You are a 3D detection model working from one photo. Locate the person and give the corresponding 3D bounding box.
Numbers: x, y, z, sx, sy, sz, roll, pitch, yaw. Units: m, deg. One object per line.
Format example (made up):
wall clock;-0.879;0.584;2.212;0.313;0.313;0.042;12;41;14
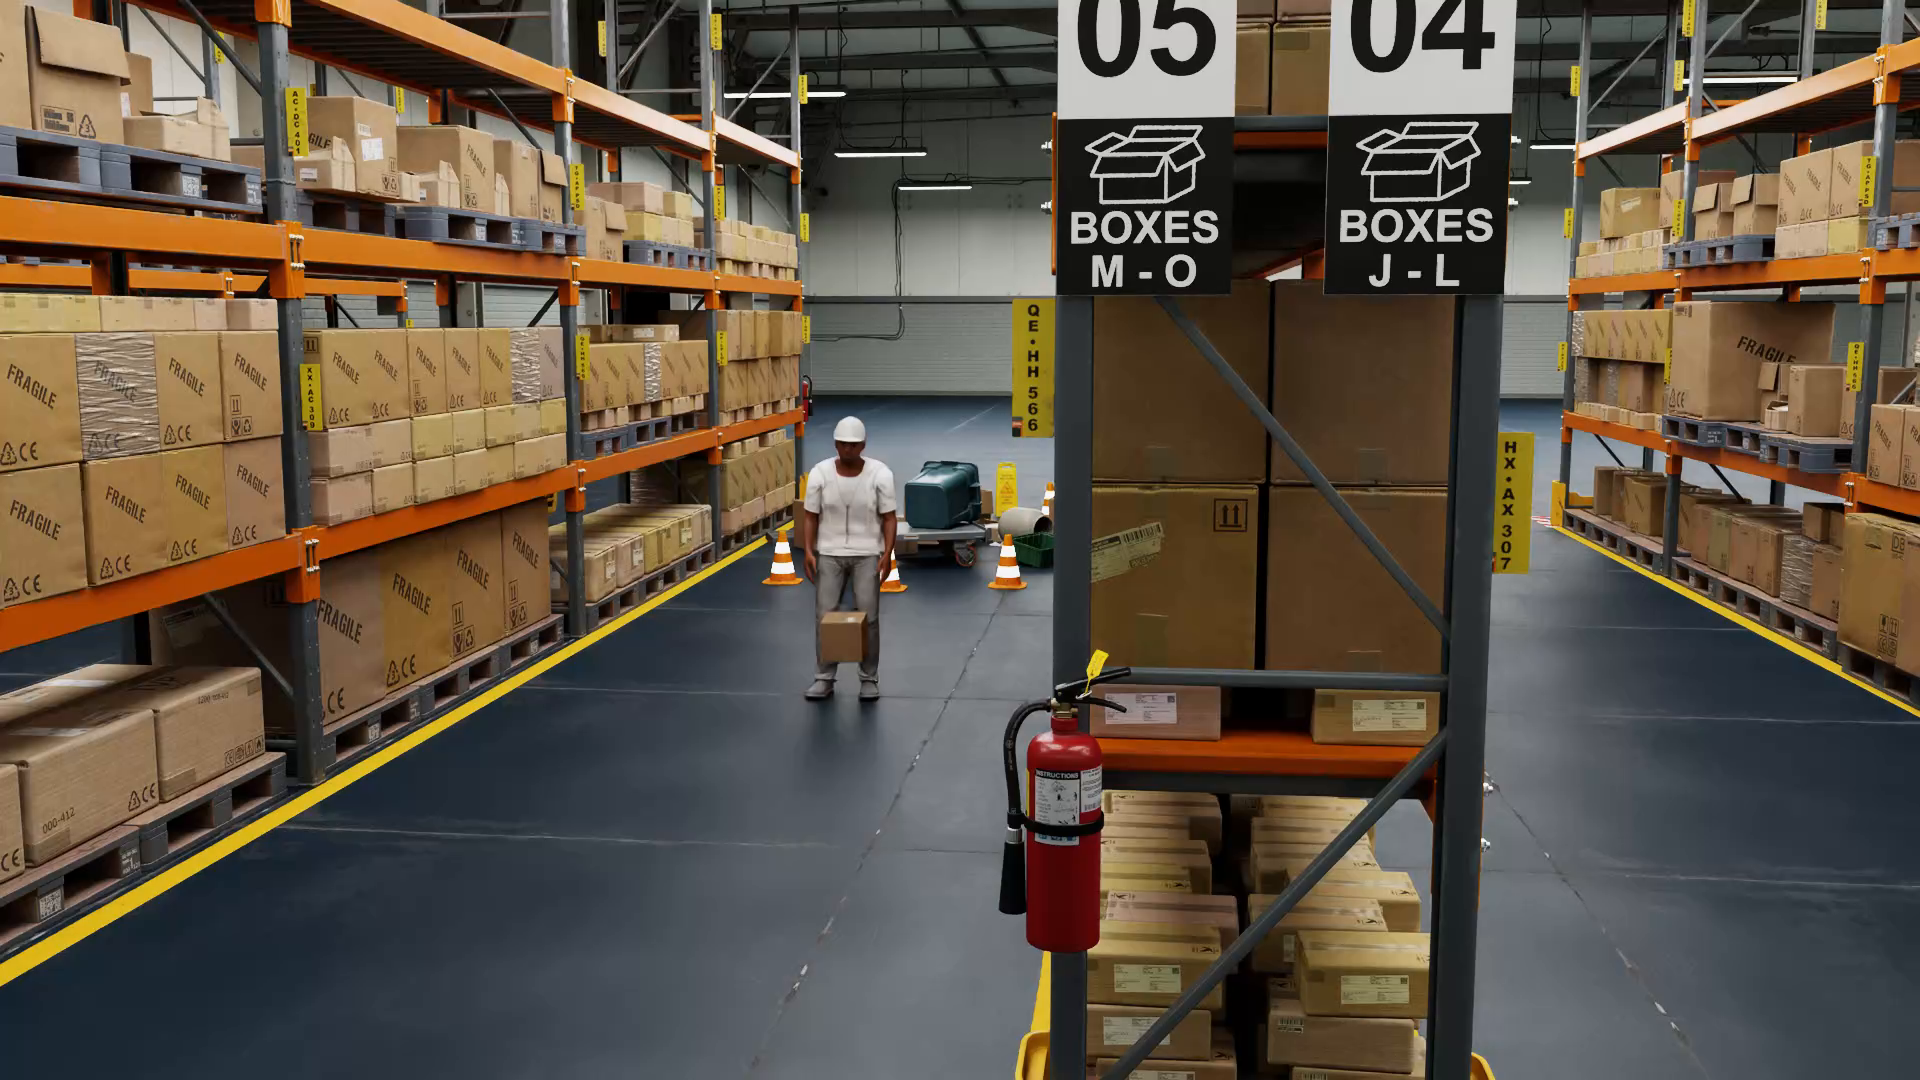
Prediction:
person;-0.689;0.112;10.378;0.633;1.760;0.463;1;8;5
